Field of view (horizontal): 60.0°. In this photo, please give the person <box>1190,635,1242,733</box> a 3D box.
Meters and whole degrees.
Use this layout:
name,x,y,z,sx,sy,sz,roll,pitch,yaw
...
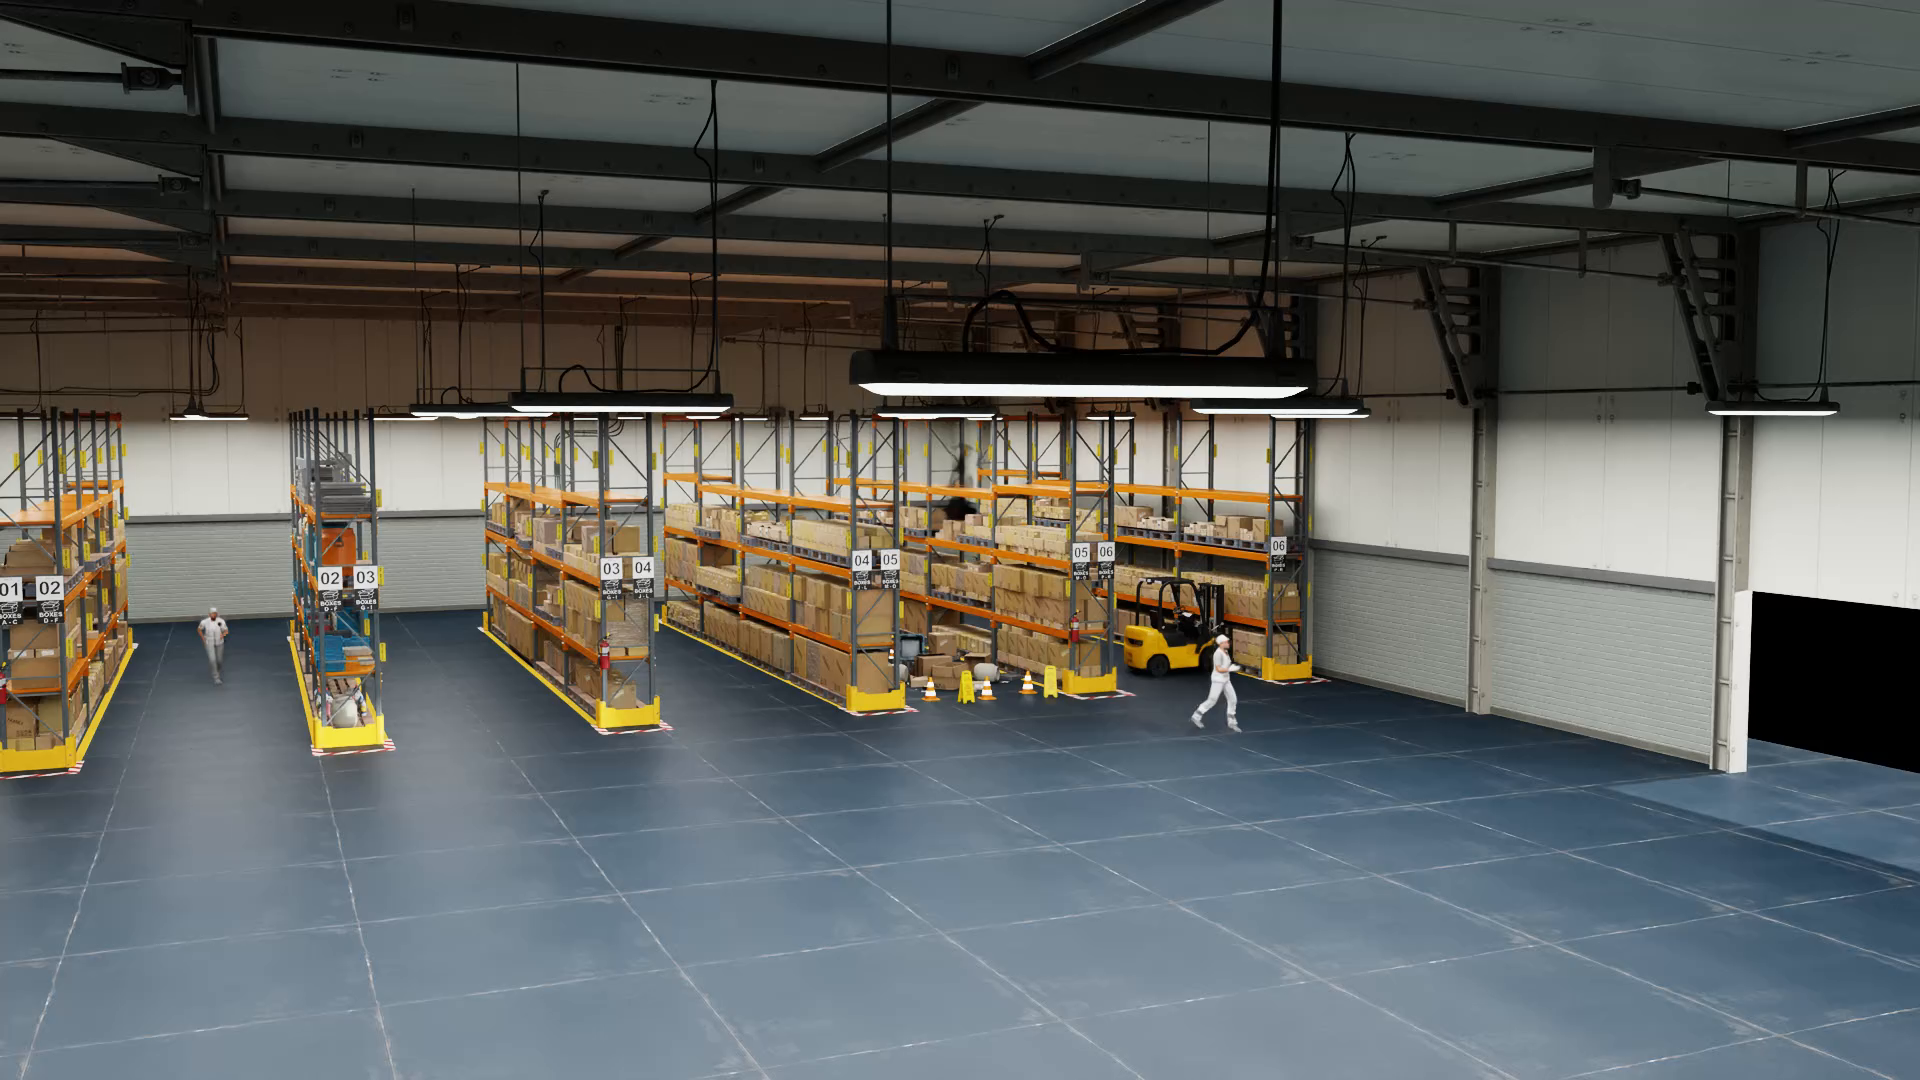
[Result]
name,x,y,z,sx,sy,sz,roll,pitch,yaw
person,4.788,2.661,30.916,0.938,1.826,0.674,2,5,29

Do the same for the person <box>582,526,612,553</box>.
name,x,y,z,sx,sy,sz,roll,pitch,yaw
person,-4.466,0.977,41.436,16.553,3.696,9.289,-4,6,-44

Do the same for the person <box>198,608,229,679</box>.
name,x,y,z,sx,sy,sz,roll,pitch,yaw
person,-16.534,2.278,36.839,0.614,1.580,0.702,-2,5,-31
